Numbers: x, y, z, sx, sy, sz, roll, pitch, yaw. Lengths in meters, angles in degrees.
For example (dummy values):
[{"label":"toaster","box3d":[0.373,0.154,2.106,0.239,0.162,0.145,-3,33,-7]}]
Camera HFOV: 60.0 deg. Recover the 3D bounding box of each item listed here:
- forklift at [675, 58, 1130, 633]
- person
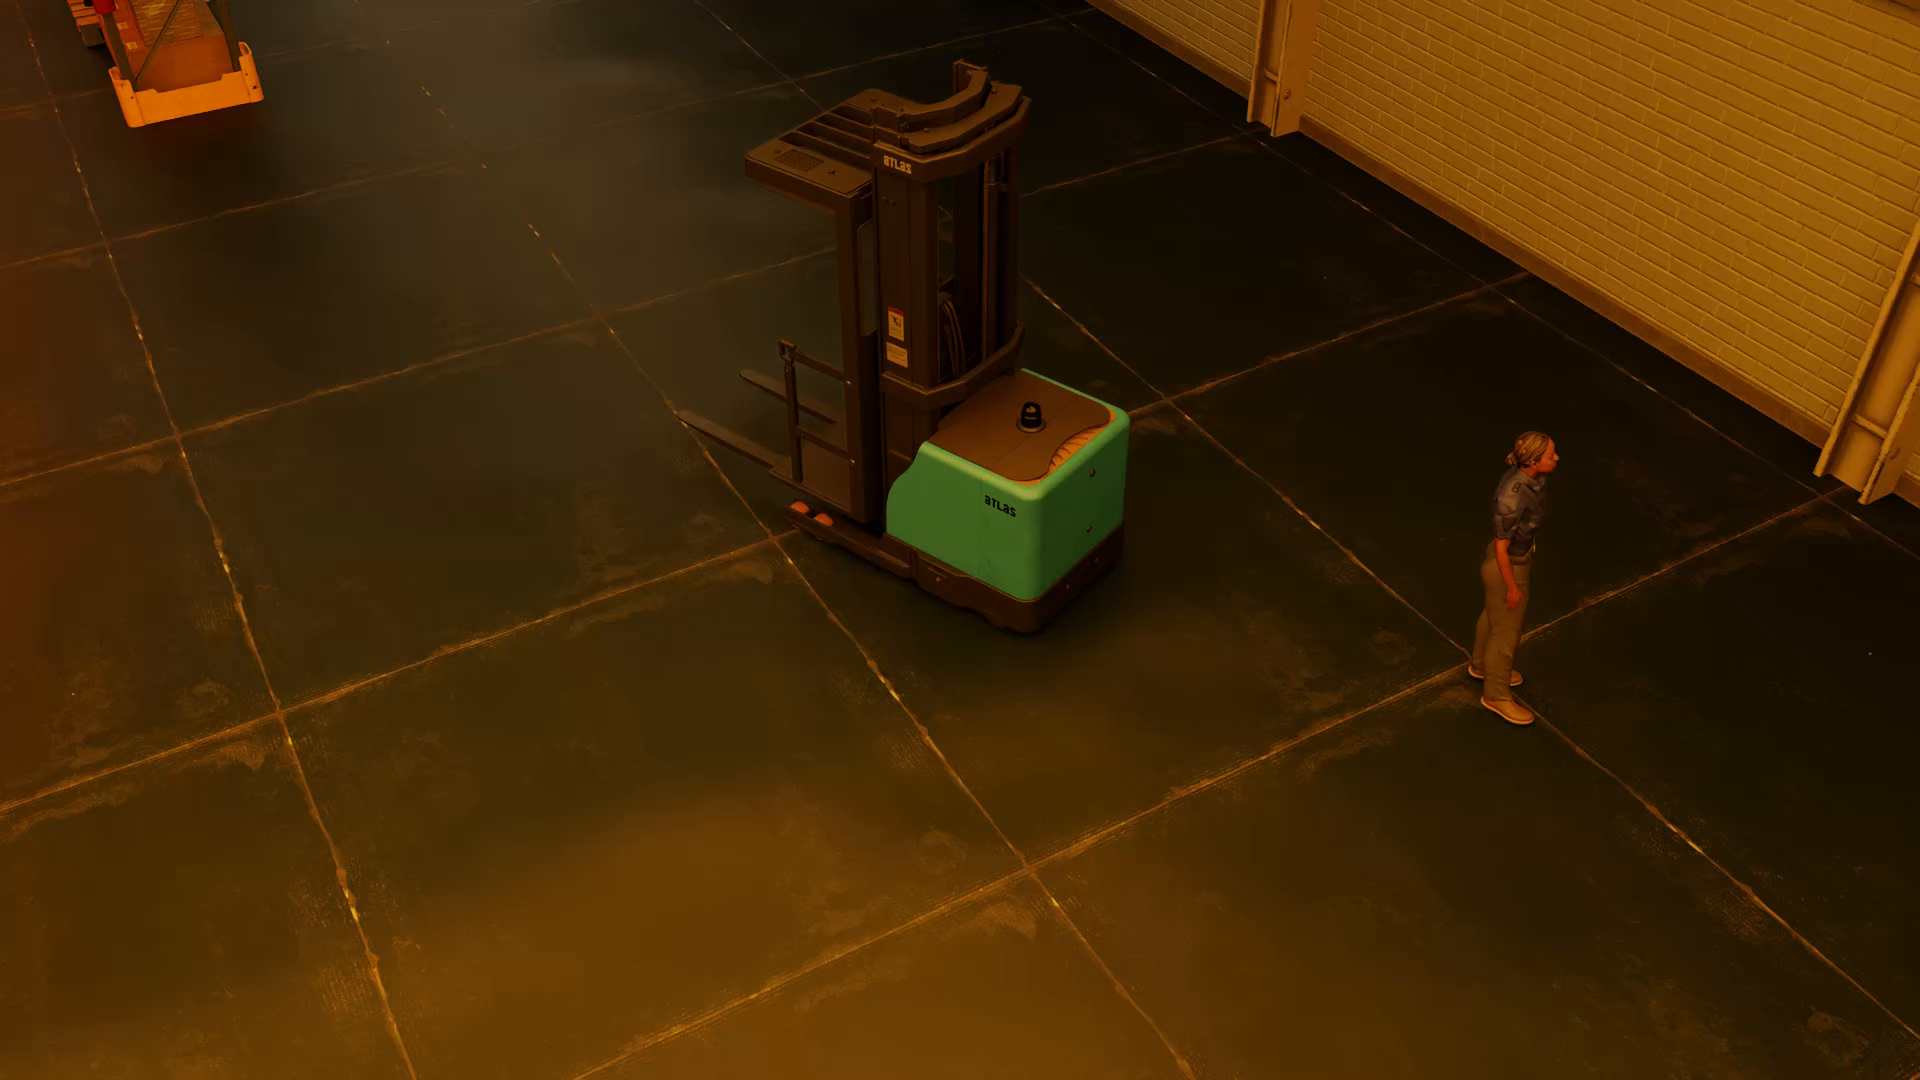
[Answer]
[{"label":"forklift","box3d":[-0.481,-1.366,9.683,3.031,2.935,1.130,26,46,28]},{"label":"person","box3d":[3.002,0.167,8.824,0.504,1.654,0.570,16,42,18]}]
